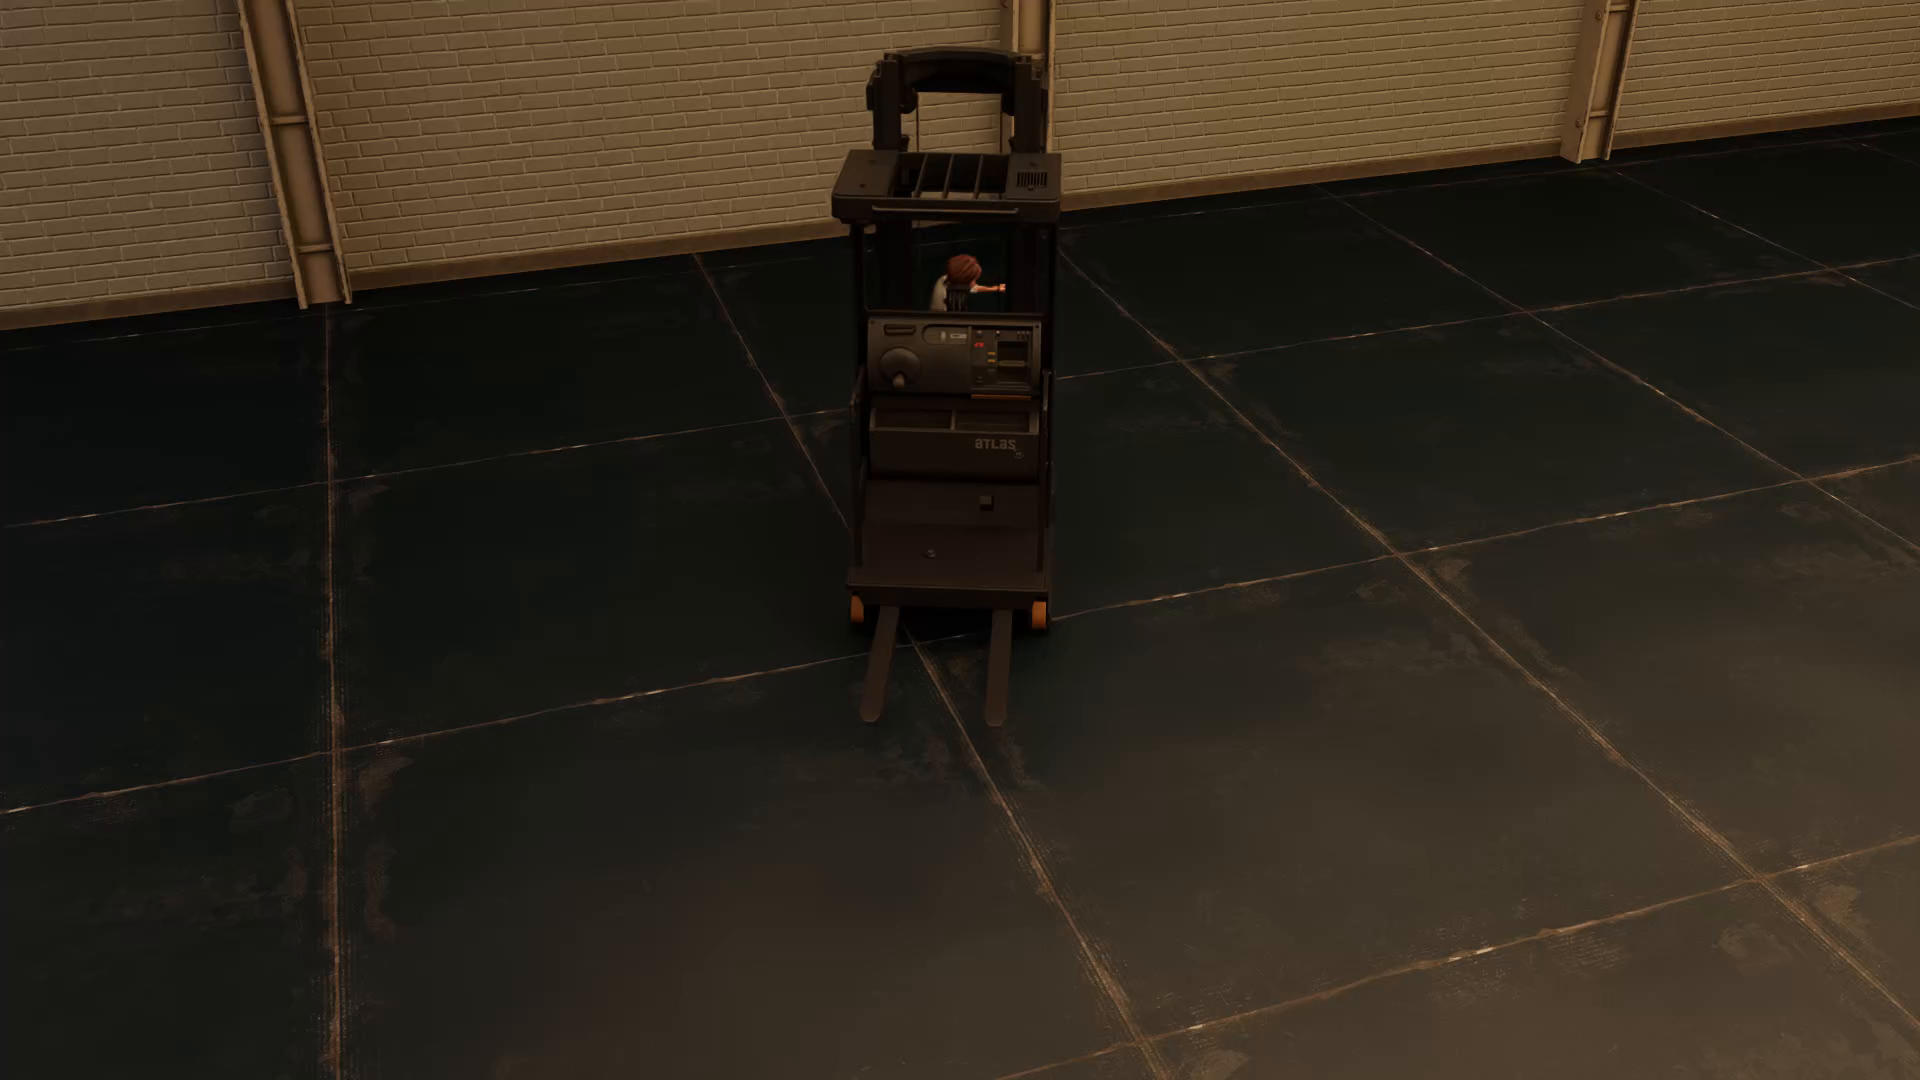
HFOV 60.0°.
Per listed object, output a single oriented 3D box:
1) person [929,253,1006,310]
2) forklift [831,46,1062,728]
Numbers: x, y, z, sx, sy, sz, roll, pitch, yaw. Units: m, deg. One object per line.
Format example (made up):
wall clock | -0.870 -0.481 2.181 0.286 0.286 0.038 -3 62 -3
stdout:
person | 0.114 -1.205 10.752 0.678 1.353 0.857 -2 30 -3
forklift | -0.043 -0.942 8.724 1.130 2.935 3.031 2 30 3
